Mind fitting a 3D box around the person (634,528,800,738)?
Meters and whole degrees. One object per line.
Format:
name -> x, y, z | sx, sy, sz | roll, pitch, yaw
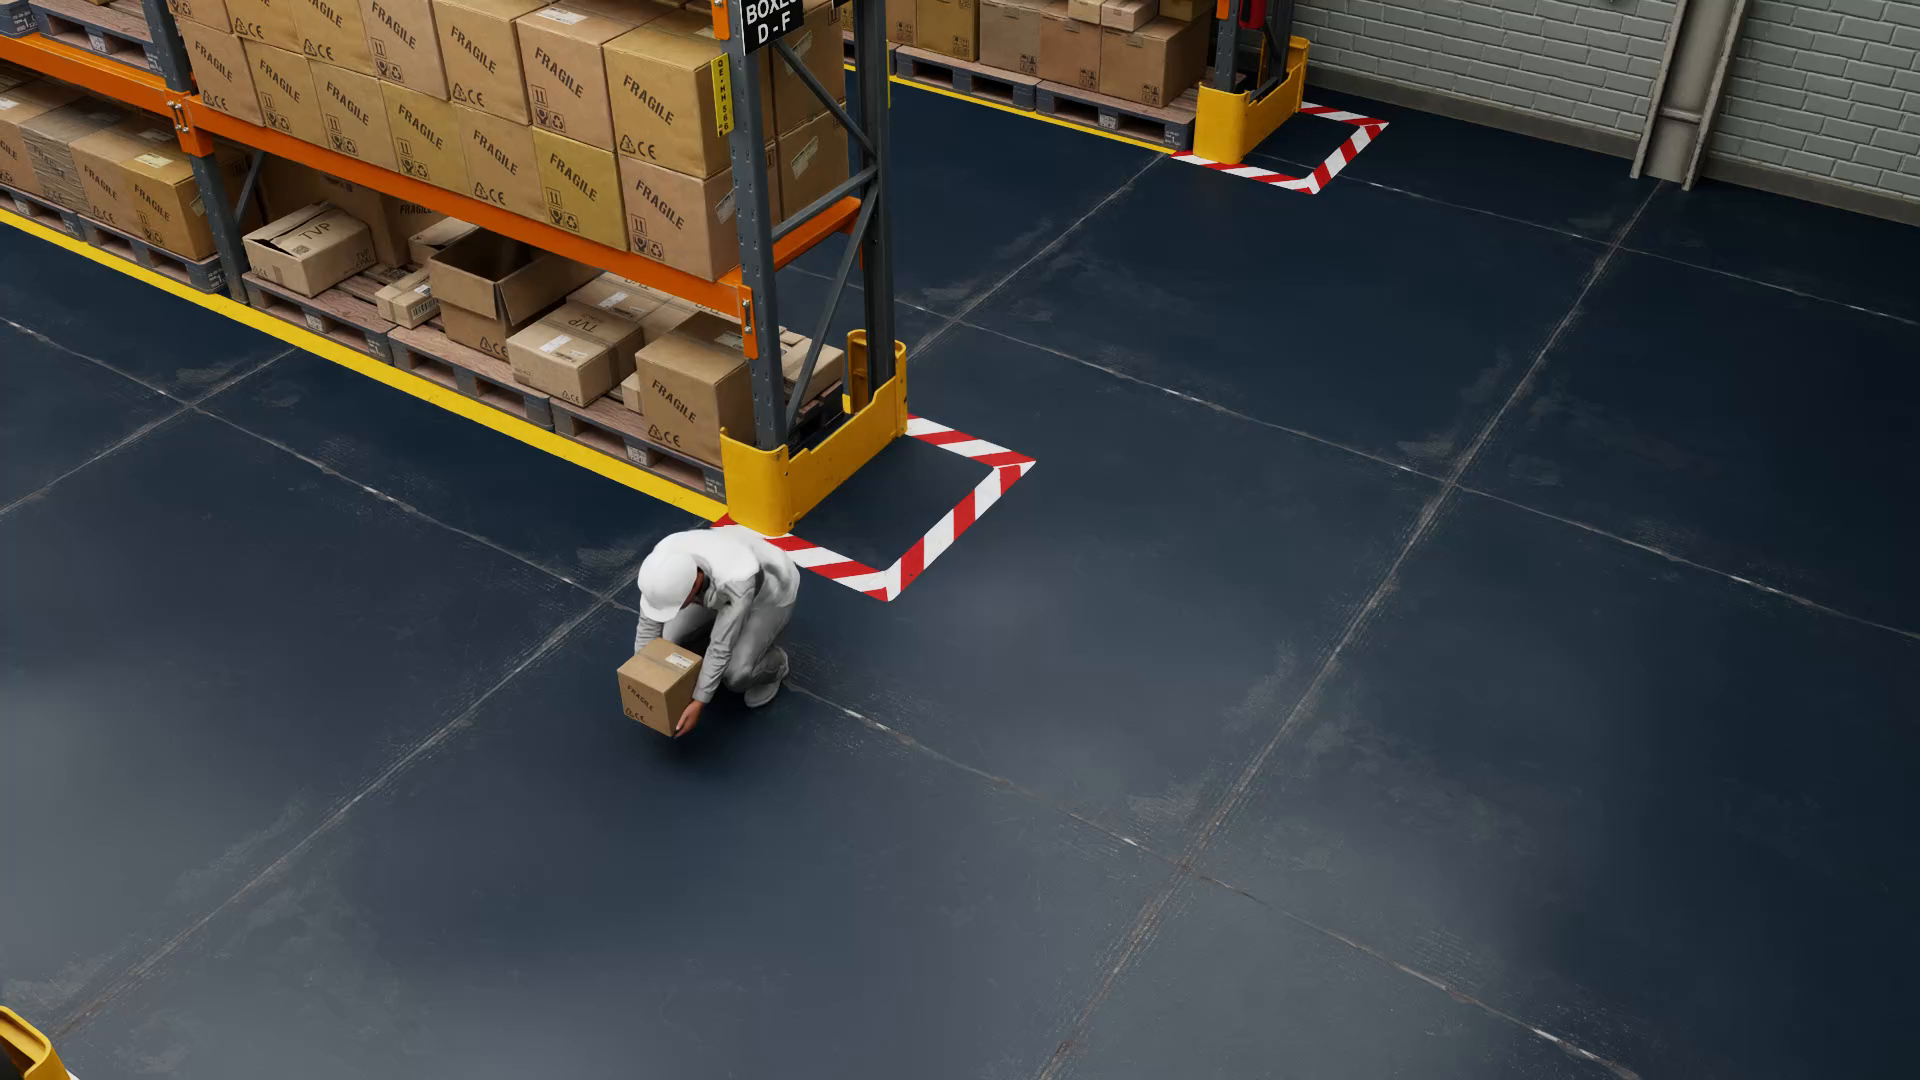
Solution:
person -> -1.031, 0.286, 6.924 | 0.520, 1.010, 0.886 | 21, 43, 24
